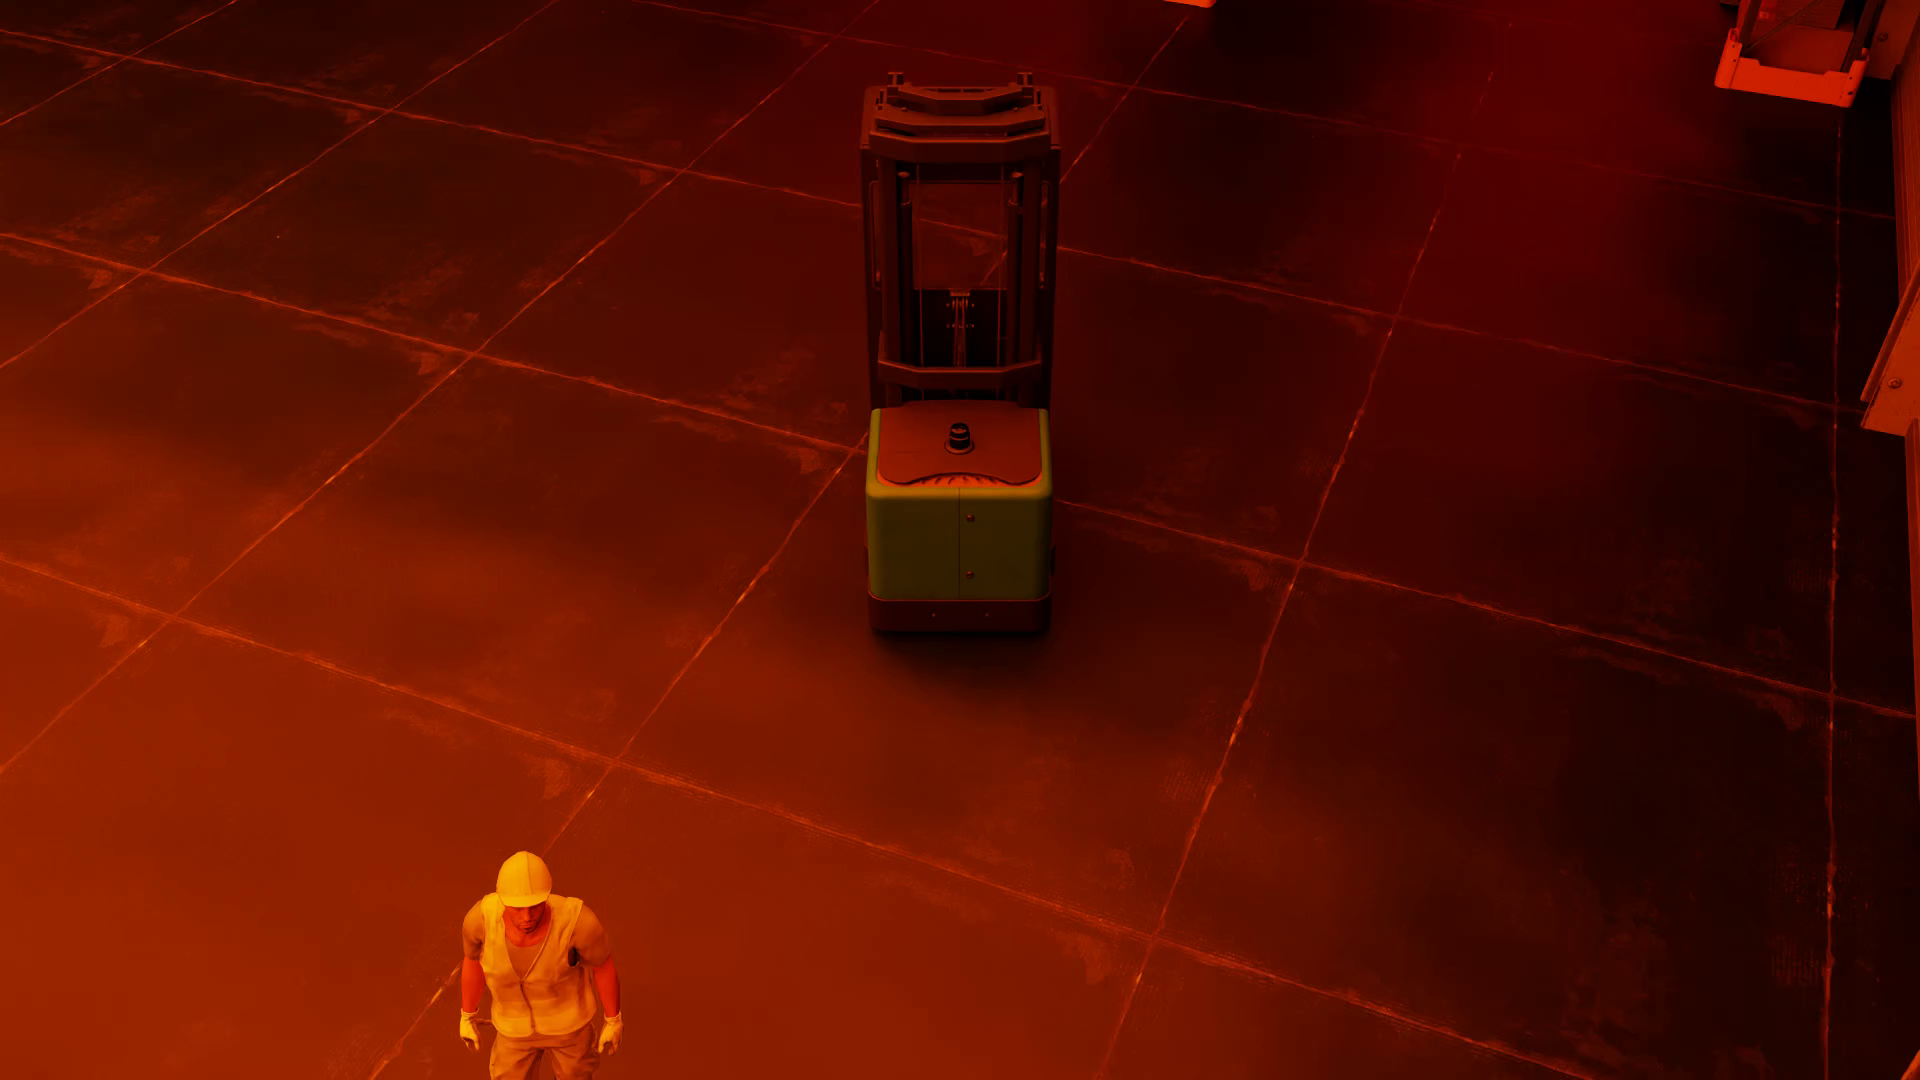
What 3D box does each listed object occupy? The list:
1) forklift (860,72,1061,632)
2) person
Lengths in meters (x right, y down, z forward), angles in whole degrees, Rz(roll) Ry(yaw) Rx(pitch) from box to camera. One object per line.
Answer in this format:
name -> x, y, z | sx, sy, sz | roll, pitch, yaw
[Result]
forklift -> 0.002, -1.515, 9.816 | 1.130, 2.935, 3.031 | 0, 40, 0
person -> -1.657, 1.950, 6.555 | 0.637, 1.787, 0.564 | -1, 40, -2
